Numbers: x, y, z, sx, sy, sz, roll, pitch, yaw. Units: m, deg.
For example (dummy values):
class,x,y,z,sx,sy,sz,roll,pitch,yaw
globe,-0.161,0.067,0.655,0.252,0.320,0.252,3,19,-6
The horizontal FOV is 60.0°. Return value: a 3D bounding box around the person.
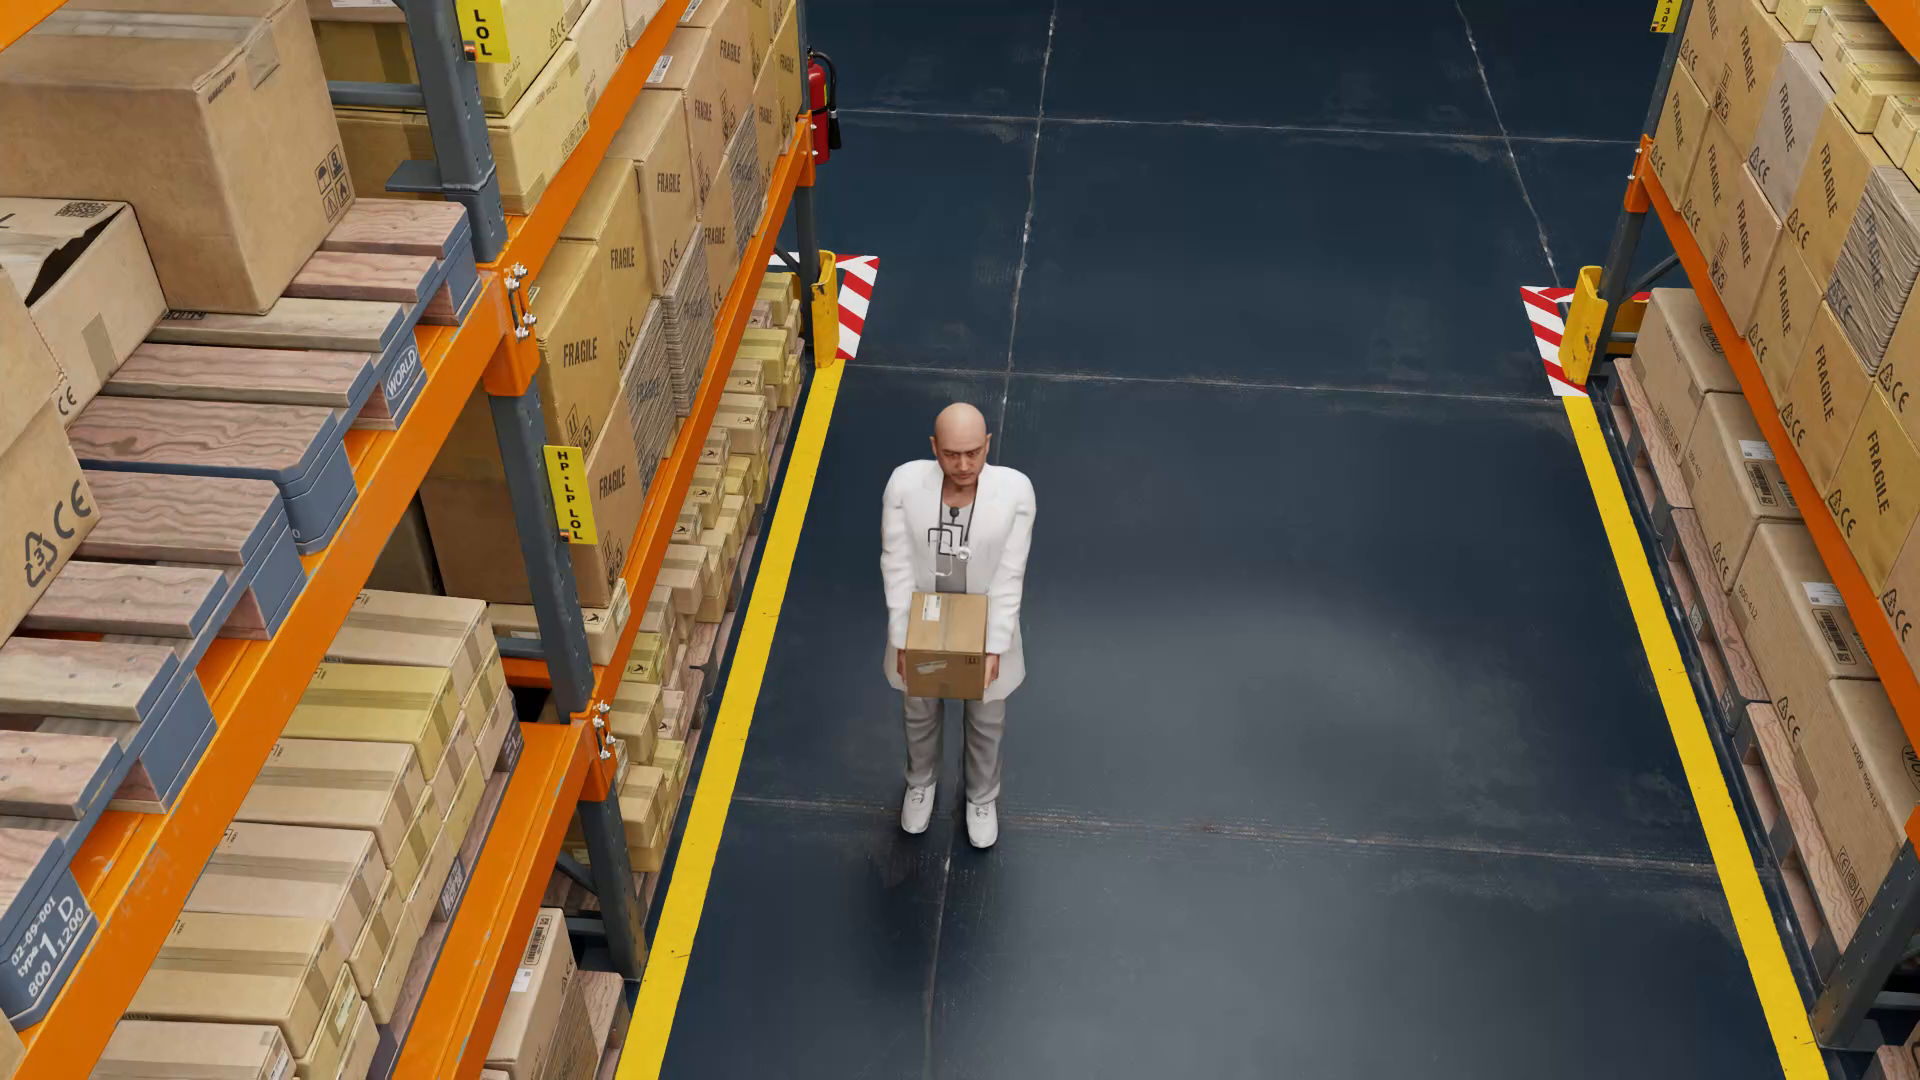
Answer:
class,x,y,z,sx,sy,sz,roll,pitch,yaw
person,-0.020,0.361,5.732,0.525,1.779,0.545,3,40,4
